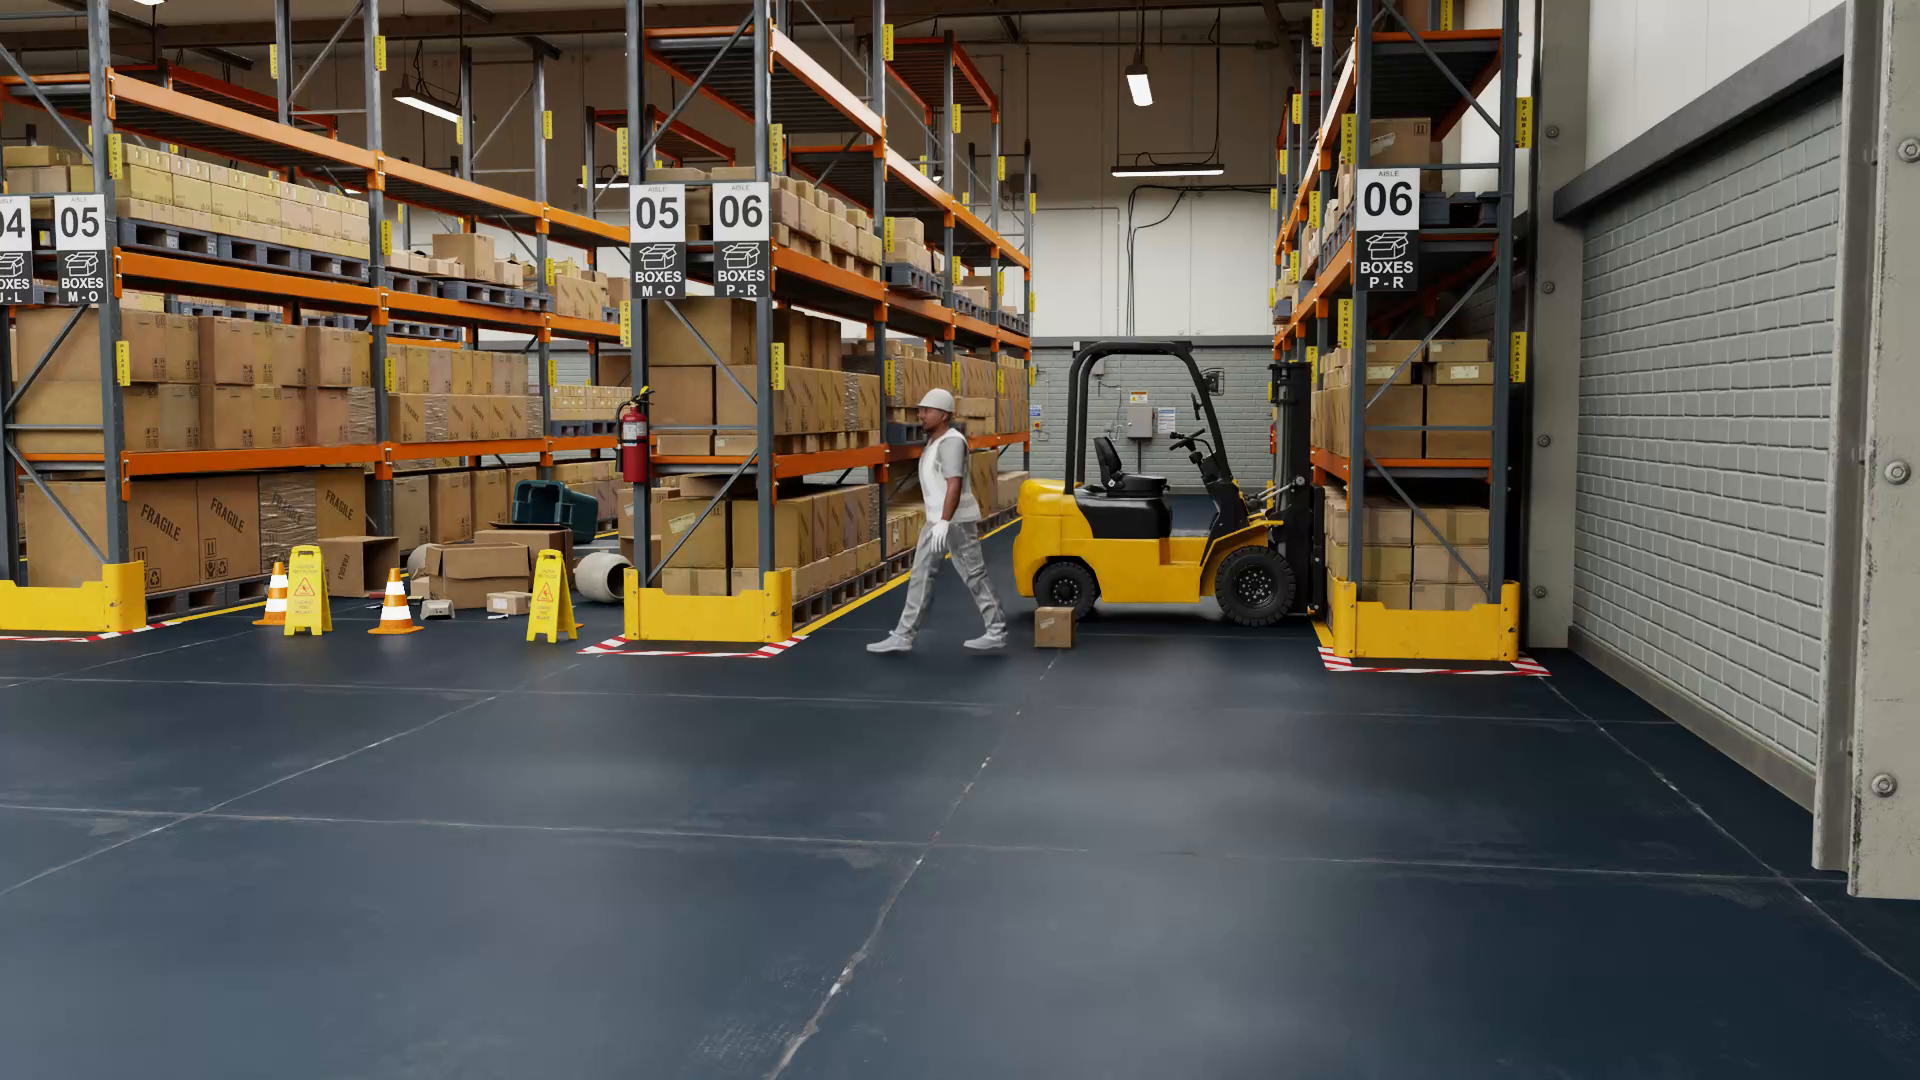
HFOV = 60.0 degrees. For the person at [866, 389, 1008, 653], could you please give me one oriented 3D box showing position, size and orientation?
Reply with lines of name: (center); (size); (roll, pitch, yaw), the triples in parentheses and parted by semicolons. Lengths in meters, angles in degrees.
person: (-0.126, -0.123, 10.931); (0.927, 1.734, 0.590); (-2, 5, -19)
